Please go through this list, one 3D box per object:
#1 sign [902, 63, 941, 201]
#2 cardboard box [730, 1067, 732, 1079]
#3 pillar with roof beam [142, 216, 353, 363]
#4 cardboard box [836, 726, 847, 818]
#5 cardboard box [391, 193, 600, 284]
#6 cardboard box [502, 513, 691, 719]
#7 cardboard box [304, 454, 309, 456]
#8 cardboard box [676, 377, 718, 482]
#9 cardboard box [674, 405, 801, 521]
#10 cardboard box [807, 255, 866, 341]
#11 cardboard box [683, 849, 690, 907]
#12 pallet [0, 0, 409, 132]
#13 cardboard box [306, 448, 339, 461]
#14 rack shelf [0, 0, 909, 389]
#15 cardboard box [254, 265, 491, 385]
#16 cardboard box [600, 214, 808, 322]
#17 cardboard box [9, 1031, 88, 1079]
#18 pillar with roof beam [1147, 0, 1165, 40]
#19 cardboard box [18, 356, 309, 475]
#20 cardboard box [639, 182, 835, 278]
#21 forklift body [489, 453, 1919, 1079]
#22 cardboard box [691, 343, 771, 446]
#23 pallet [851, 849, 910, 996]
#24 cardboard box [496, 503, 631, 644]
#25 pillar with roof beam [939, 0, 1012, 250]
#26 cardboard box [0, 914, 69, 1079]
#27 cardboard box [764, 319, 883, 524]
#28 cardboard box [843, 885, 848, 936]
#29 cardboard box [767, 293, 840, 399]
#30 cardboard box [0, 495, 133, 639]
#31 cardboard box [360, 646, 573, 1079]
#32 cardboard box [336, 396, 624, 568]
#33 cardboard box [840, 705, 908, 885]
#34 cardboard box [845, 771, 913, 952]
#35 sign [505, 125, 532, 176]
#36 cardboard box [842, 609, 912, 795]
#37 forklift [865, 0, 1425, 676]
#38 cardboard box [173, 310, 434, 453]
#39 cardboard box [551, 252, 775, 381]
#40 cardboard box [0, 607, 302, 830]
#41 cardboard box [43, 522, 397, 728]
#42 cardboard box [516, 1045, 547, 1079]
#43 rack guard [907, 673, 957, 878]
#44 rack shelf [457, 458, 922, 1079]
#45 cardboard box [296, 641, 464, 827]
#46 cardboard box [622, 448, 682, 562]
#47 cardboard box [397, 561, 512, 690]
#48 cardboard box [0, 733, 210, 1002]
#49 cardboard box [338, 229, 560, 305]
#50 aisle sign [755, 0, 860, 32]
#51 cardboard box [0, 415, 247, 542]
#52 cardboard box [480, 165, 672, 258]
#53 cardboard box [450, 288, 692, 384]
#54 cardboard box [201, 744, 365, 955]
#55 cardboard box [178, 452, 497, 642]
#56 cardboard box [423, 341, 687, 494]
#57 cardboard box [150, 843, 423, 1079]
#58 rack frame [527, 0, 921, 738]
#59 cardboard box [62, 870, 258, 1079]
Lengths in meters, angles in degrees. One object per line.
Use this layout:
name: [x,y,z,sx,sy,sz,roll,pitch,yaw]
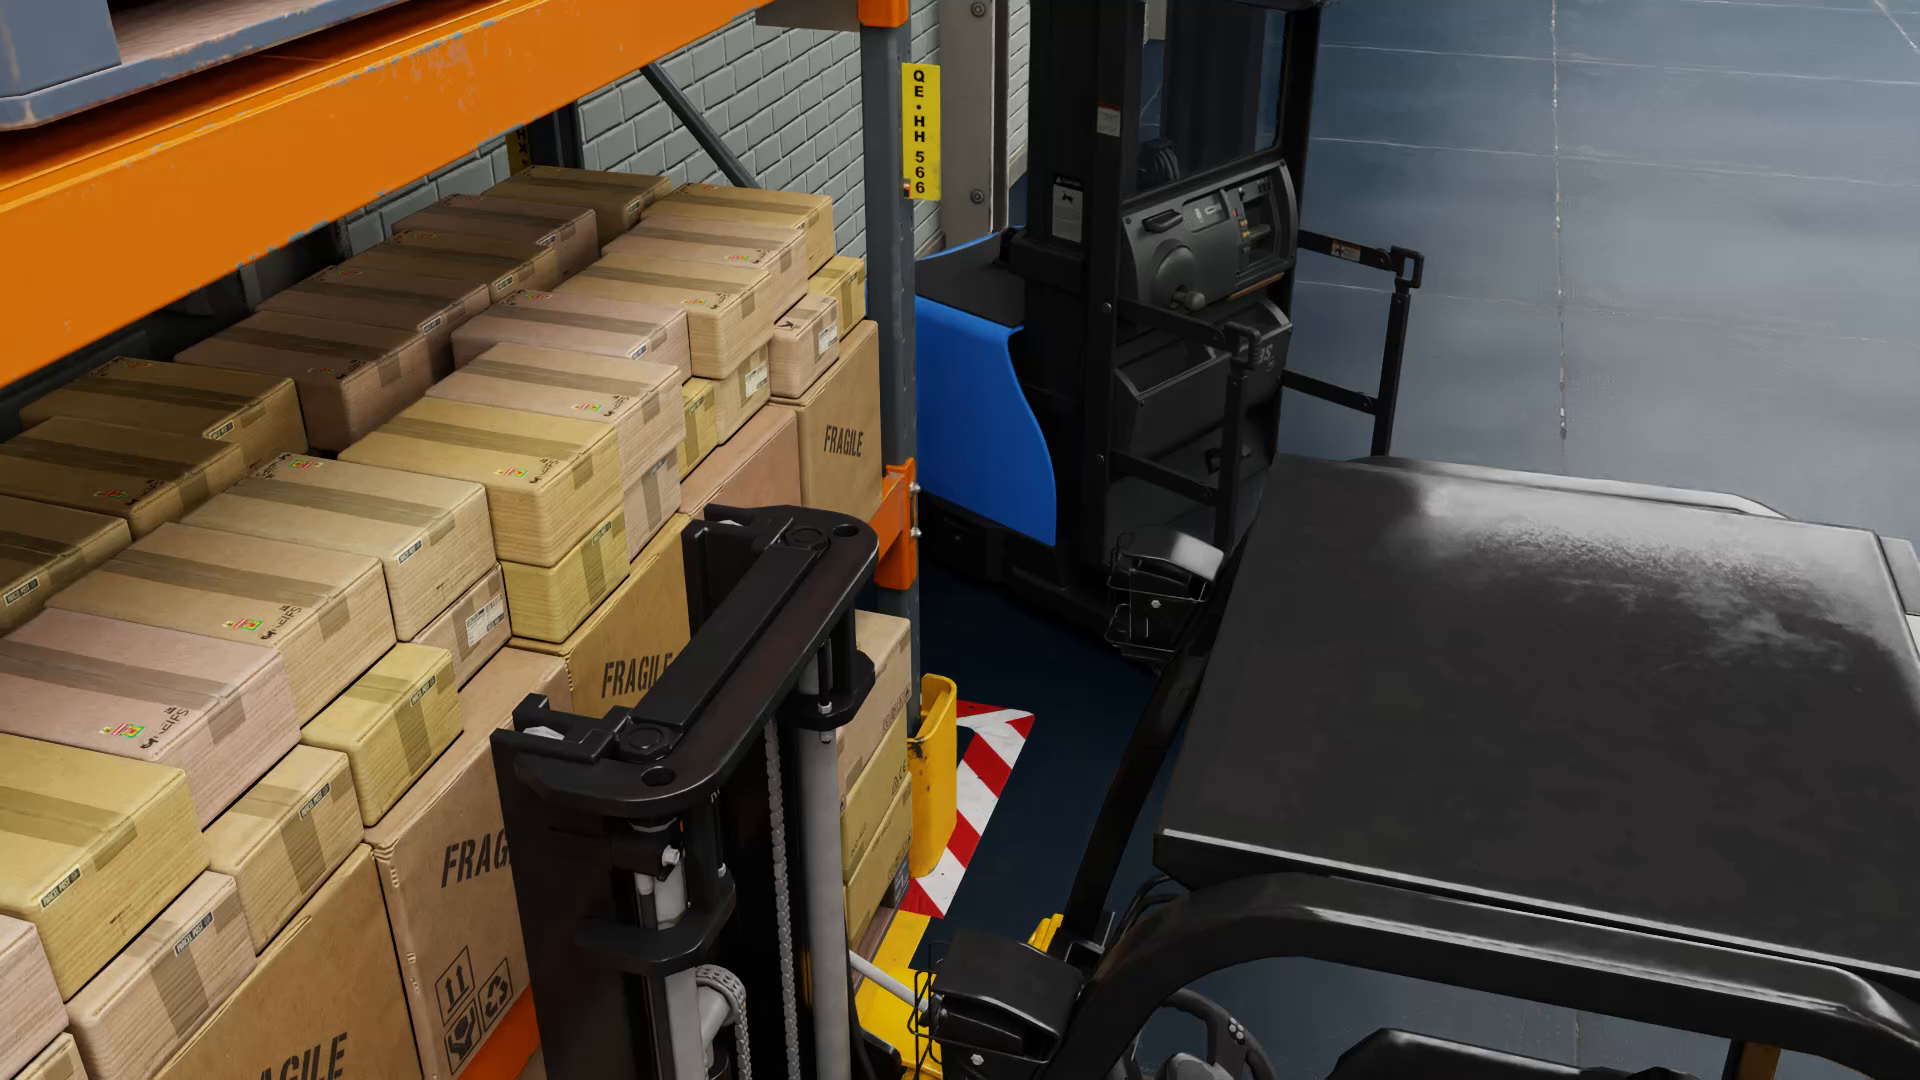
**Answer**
sign: [-0.096,-0.974,3.981,0.100,0.325,0.005,8,30,15]
cardboard box: [-0.743,1.096,3.576,0.500,0.250,0.500,8,30,14]
pillar with roof beam: [2.439,-2.261,1.558,9.100,9.000,0.400,8,30,15]
cardboard box: [-0.591,0.629,3.902,0.500,0.250,0.500,9,30,16]
cardboard box: [-1.051,-0.666,3.785,0.380,0.149,0.250,10,30,17]
cardboard box: [-0.815,0.252,3.109,0.500,0.500,0.500,8,30,14]
cardboard box: [-1.403,-0.068,3.016,0.380,0.149,0.250,10,30,17]
cardboard box: [-0.709,-0.226,3.301,0.380,0.149,0.250,8,30,15]
cardboard box: [-0.665,0.013,3.537,0.500,0.500,0.500,9,30,16]
cardboard box: [-0.444,-0.575,3.928,0.380,0.149,0.250,9,30,16]
cardboard box: [-0.730,0.865,3.478,0.500,0.250,0.500,9,30,16]
pallet: [-1.199,-0.827,2.157,1.003,0.211,1.213,8,30,15]
cardboard box: [-1.327,-0.193,3.242,0.380,0.149,0.250,9,30,15]
rack shelf: [-1.197,-0.516,2.246,1.077,0.370,4.000,8,30,15]
cardboard box: [-1.173,-0.426,3.354,0.380,0.149,0.250,9,30,15]
cardboard box: [-0.557,-0.590,3.650,0.380,0.149,0.250,9,30,15]
cardboard box: [-1.172,0.623,1.775,0.380,0.149,0.250,9,30,16]
pillar with roof beam: [5.961,-7.838,11.583,9.100,9.000,0.400,8,30,15]
cardboard box: [-1.398,-0.192,2.933,0.380,0.149,0.250,8,30,14]
cardboard box: [-0.514,-0.709,3.864,0.380,0.149,0.250,9,30,15]
forklift body: [0.577,1.064,2.625,2.313,2.155,1.214,8,30,15]
cardboard box: [-0.625,-0.340,3.505,0.380,0.149,0.250,9,30,16]
pallet: [-0.795,1.131,4.499,1.003,0.211,1.213,8,30,15]
cardboard box: [-0.797,0.025,2.850,0.380,0.149,0.250,9,30,15]
pillar with roof beam: [4.200,-5.049,6.570,9.100,9.000,0.400,8,30,15]
cardboard box: [-1.177,0.488,1.711,0.380,0.149,0.250,9,30,16]
cardboard box: [-0.504,-0.226,3.968,0.500,0.500,0.500,8,30,14]
cardboard box: [-0.601,1.062,4.151,0.500,0.250,0.500,8,30,15]
cardboard box: [-0.491,-0.452,3.707,0.380,0.149,0.250,9,30,16]
cardboard box: [-1.469,0.058,2.485,0.380,0.149,0.250,9,30,16]
cardboard box: [-0.952,0.487,2.686,0.500,0.500,0.500,9,30,15]
cardboard box: [-0.793,-0.102,2.772,0.380,0.149,0.250,9,30,16]
cardboard box: [-0.454,0.622,4.429,0.500,0.250,0.500,8,30,14]
cardboard box: [-0.446,0.833,4.564,0.500,0.250,0.500,9,30,15]
sign: [-1.139,-0.944,4.389,0.100,0.325,0.005,8,30,15]
cardboard box: [-0.447,0.391,4.330,0.500,0.250,0.500,10,30,17]
forklift: [1.019,-1.013,5.555,3.031,2.935,1.130,25,37,37]
cardboard box: [-1.226,-0.300,3.127,0.380,0.149,0.250,9,30,16]
cardboard box: [-0.607,-0.465,3.424,0.380,0.149,0.250,9,30,16]
cardboard box: [-1.105,0.237,2.162,0.380,0.149,0.250,8,30,15]
cardboard box: [-1.049,0.119,2.375,0.380,0.149,0.250,9,30,15]
cardboard box: [-0.886,1.099,3.056,0.500,0.250,0.500,8,30,14]
rack guard: [-0.603,0.632,5.099,1.175,0.500,0.348,8,30,15]
rack shelf: [-1.197,0.795,2.975,1.077,0.370,4.000,8,30,15]
cardboard box: [-0.966,0.257,2.433,0.380,0.149,0.250,8,30,14]
cardboard box: [-0.742,-0.096,3.066,0.380,0.149,0.250,8,30,13]
cardboard box: [-0.957,0.128,2.664,0.380,0.149,0.250,8,30,15]
cardboard box: [-1.126,0.364,1.935,0.380,0.149,0.250,8,30,14]
cardboard box: [-1.086,-0.539,3.557,0.380,0.149,0.250,9,30,16]
aisle sign: [-0.310,-1.573,3.819,0.394,0.787,0.004,8,30,15]
cardboard box: [-1.394,-0.066,2.706,0.380,0.149,0.250,9,30,15]
cardboard box: [-0.913,-0.780,3.991,0.380,0.149,0.250,8,30,14]
cardboard box: [-0.752,-0.360,3.235,0.380,0.149,0.250,9,30,15]
cardboard box: [-1.036,0.382,2.208,0.380,0.149,0.250,8,30,13]
cardboard box: [-0.959,0.004,2.581,0.380,0.149,0.250,9,30,16]
cardboard box: [-0.722,-0.223,2.989,0.380,0.149,0.250,9,30,16]
cardboard box: [-1.120,0.718,2.272,0.500,0.500,0.500,8,30,14]
rack frame: [-0.610,-0.449,4.471,1.000,3.000,0.127,8,30,15]
cardboard box: [-1.093,0.501,1.994,0.380,0.149,0.250,8,30,14]
